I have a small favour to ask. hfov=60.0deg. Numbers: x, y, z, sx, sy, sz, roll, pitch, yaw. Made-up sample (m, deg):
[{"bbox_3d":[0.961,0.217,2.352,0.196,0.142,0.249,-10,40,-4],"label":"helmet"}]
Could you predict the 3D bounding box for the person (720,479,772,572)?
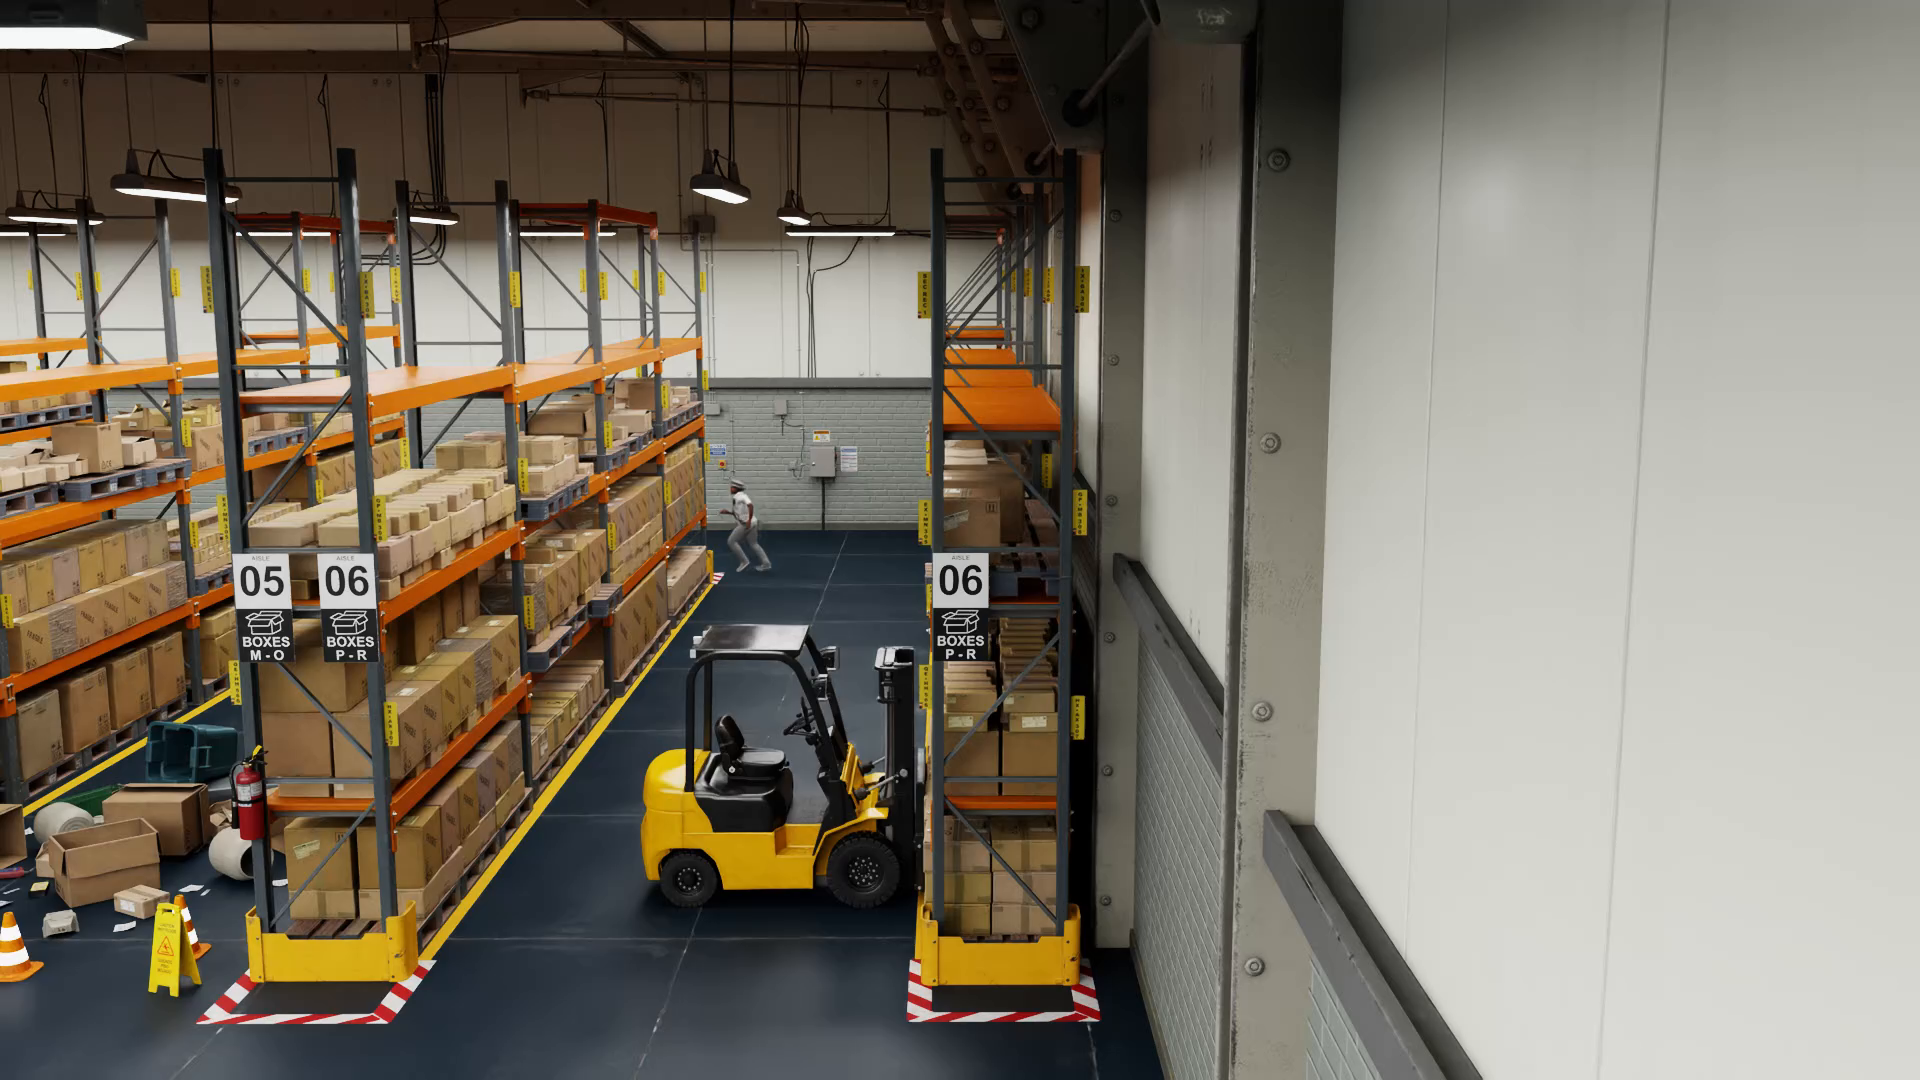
[{"bbox_3d":[-3.730,-0.255,28.926,0.887,1.612,0.491,1,9,7],"label":"person"}]
